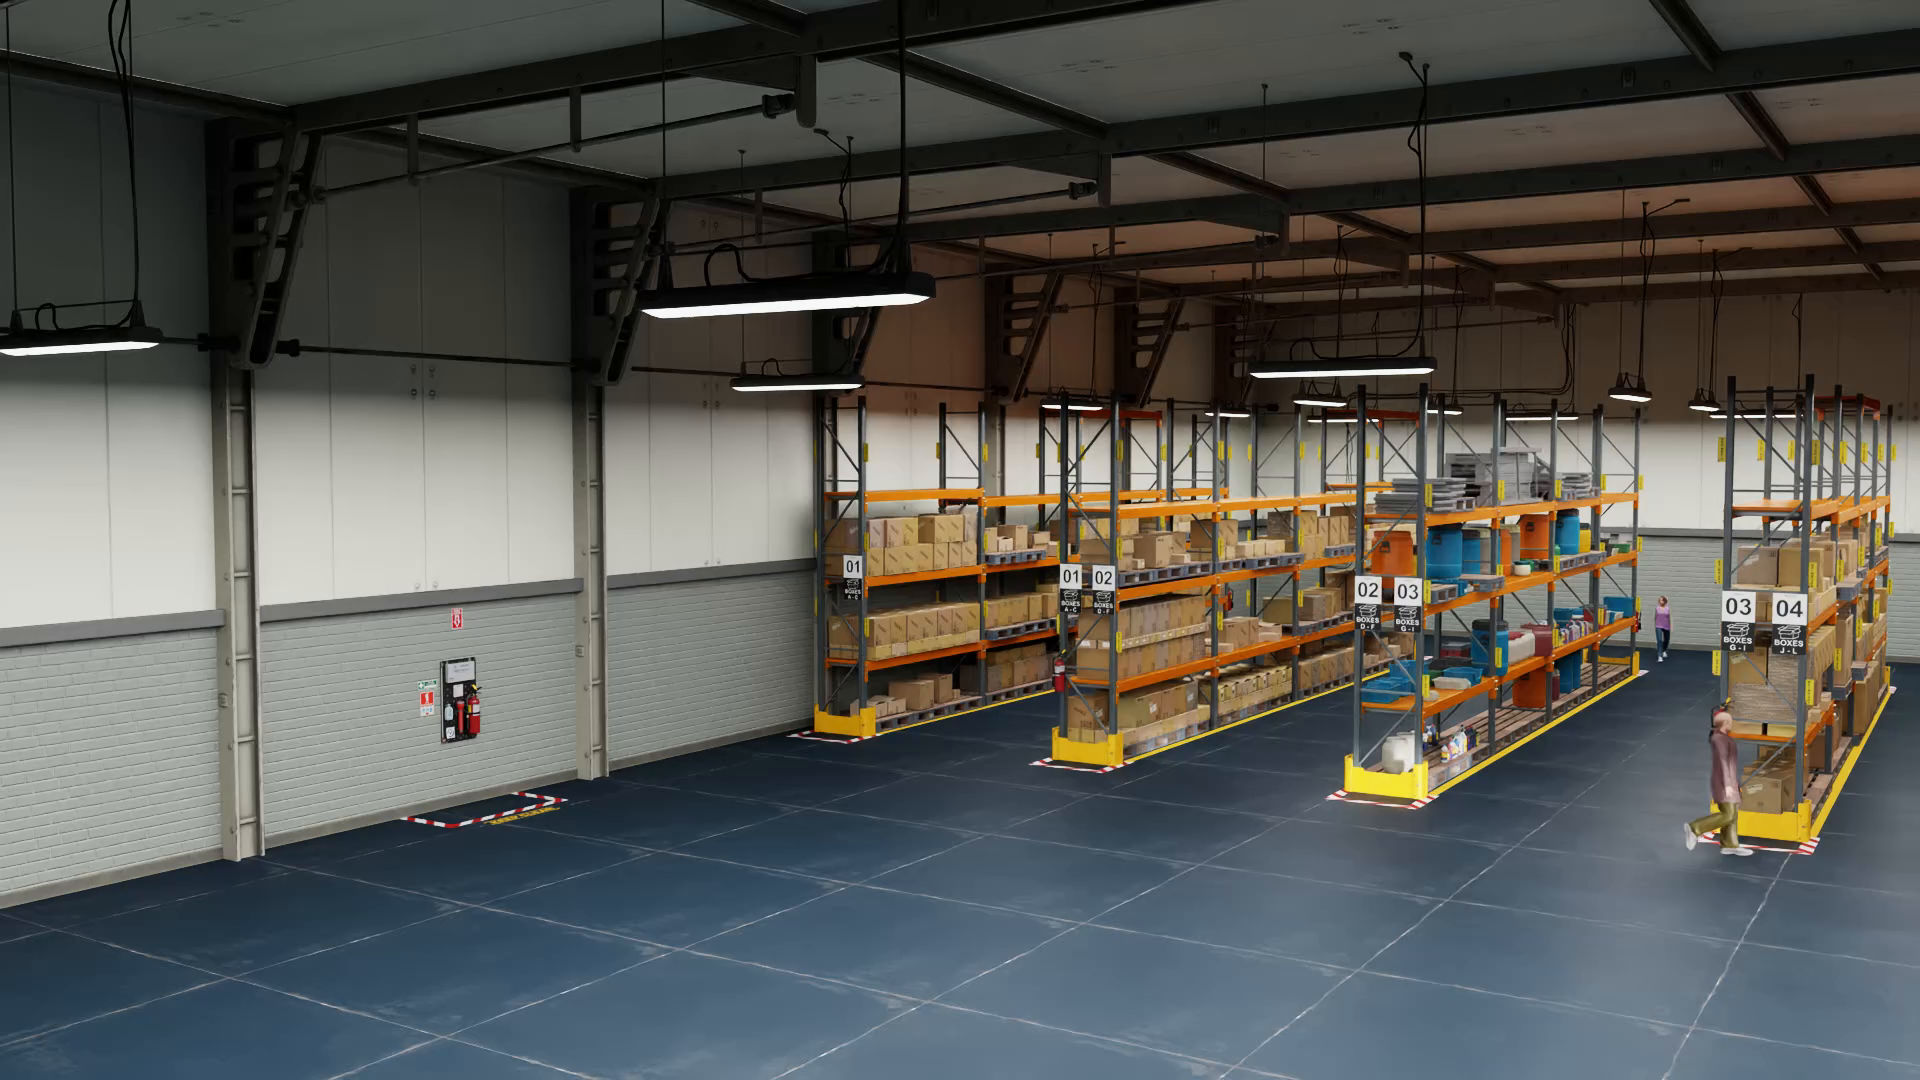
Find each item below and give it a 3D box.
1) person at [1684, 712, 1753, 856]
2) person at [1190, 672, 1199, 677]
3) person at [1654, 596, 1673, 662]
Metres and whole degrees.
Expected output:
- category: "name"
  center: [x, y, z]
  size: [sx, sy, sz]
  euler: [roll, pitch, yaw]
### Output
- category: "person"
  center: [9.428, 3.018, 20.582]
  size: [0.747, 1.767, 0.616]
  euler: [1, 3, 21]
- category: "person"
  center: [4.815, 2.342, 34.638]
  size: [0.543, 1.619, 1.024]
  euler: [2, 4, 35]
- category: "person"
  center: [16.878, 2.110, 39.898]
  size: [0.408, 1.555, 0.899]
  euler: [1, 3, 16]
